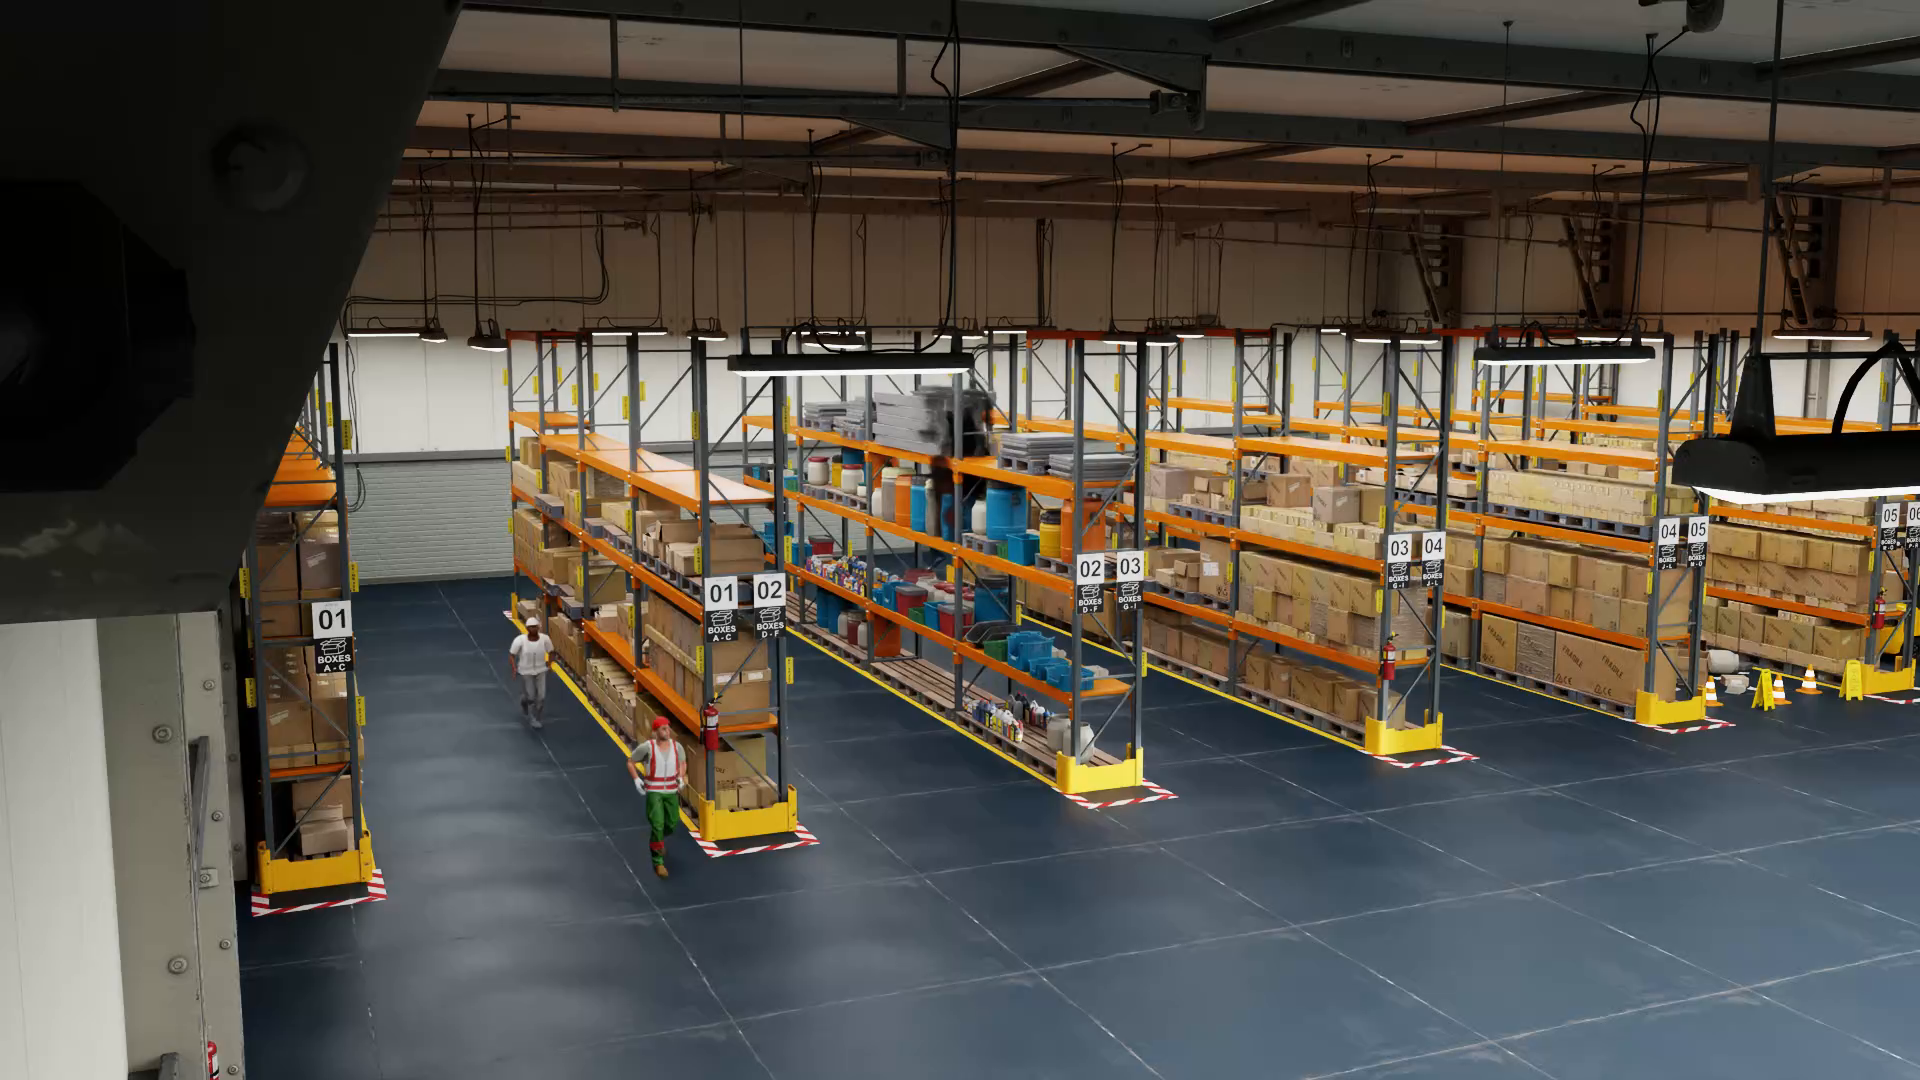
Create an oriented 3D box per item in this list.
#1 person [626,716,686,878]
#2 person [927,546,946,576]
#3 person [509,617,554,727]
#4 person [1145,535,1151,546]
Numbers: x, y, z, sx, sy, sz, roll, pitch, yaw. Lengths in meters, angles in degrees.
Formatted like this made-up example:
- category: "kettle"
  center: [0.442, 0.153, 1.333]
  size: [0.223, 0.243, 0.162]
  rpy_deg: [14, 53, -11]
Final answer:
- category: "person"
  center: [-3.425, 2.896, 19.087]
  size: [0.696, 1.746, 0.869]
  rpy_deg: [-5, 9, -30]
- category: "person"
  center: [-0.572, 0.132, 39.887]
  size: [0.565, 1.557, 0.547]
  rpy_deg: [-2, 8, -13]
- category: "person"
  center: [-6.577, 2.017, 25.593]
  size: [0.689, 1.711, 0.620]
  rpy_deg: [-4, 9, -26]
- category: "person"
  center: [3.913, 0.753, 34.715]
  size: [0.690, 1.721, 0.582]
  rpy_deg: [-4, 9, -25]
